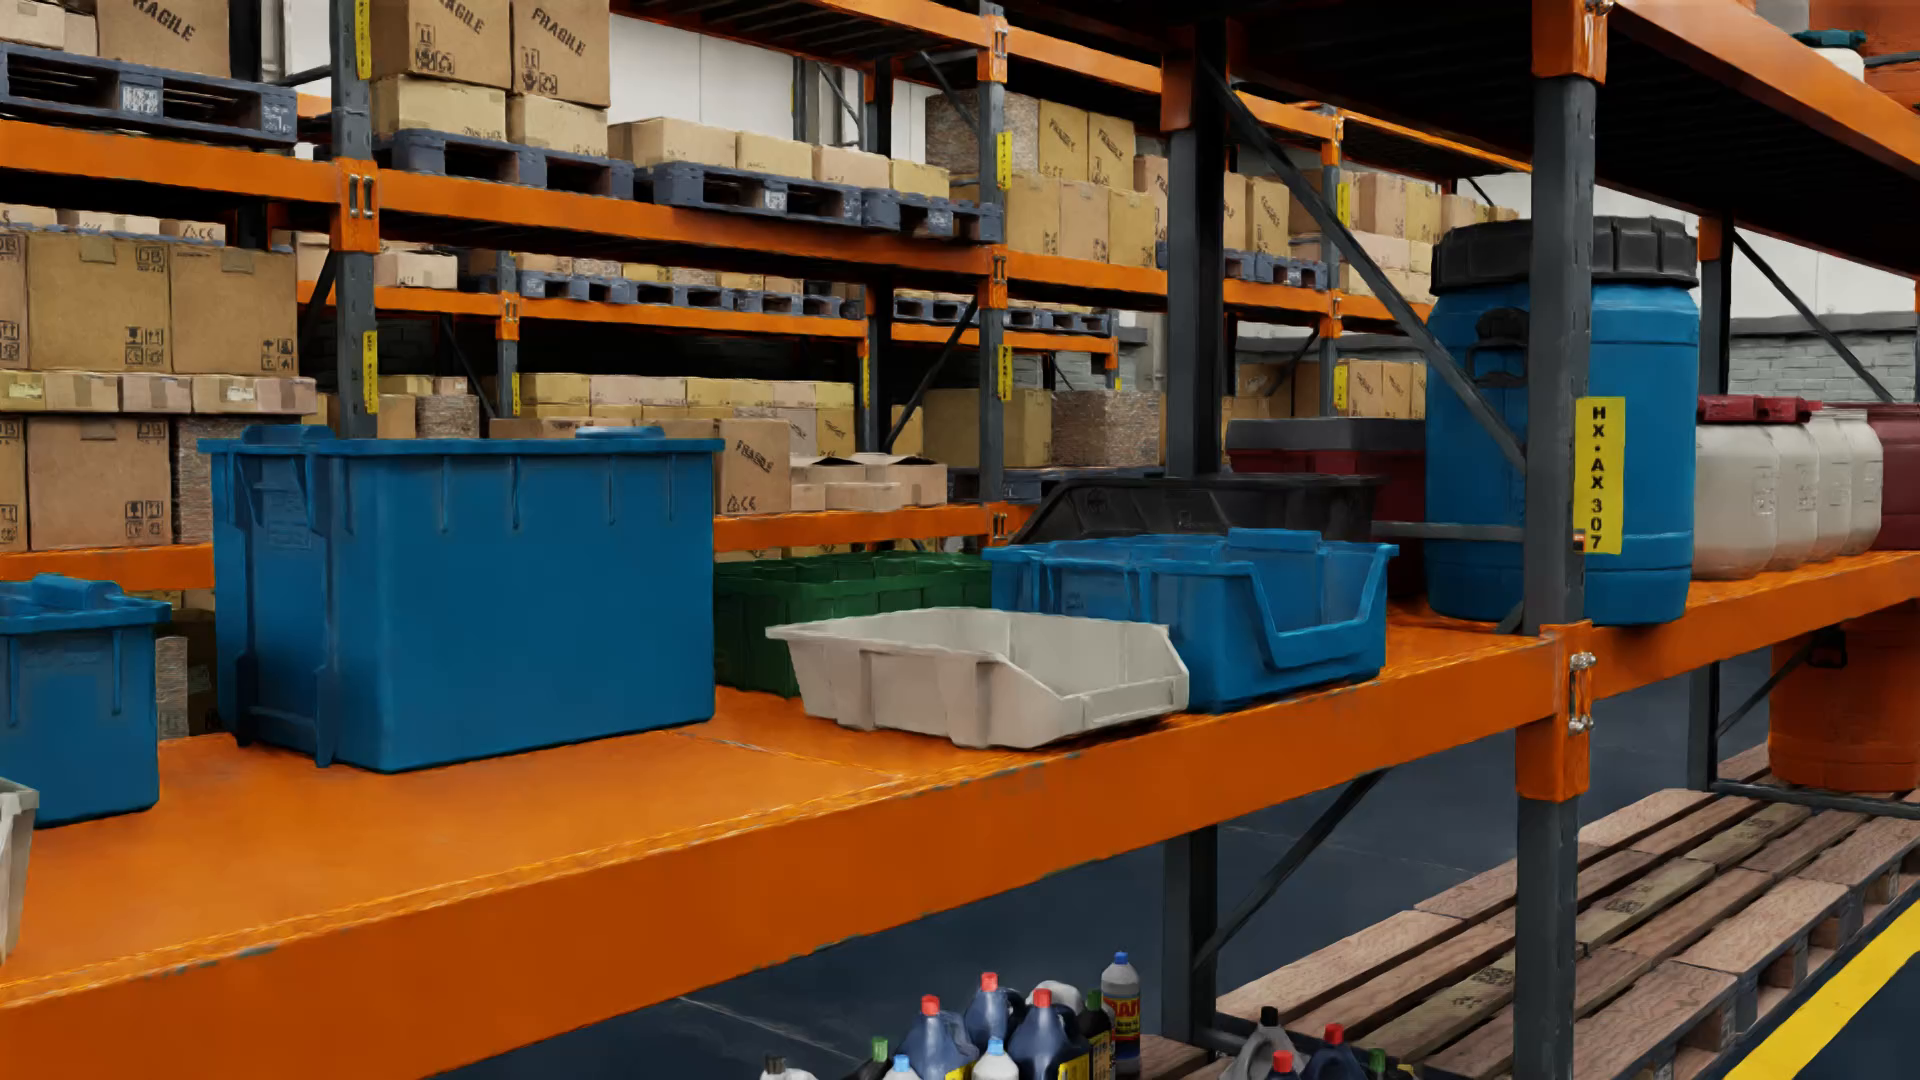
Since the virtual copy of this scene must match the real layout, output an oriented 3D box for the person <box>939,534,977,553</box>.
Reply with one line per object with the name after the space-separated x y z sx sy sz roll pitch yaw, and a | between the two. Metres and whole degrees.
-0.042 -0.054 14.920 0.589 1.666 0.555 -3 5 -38 | person
